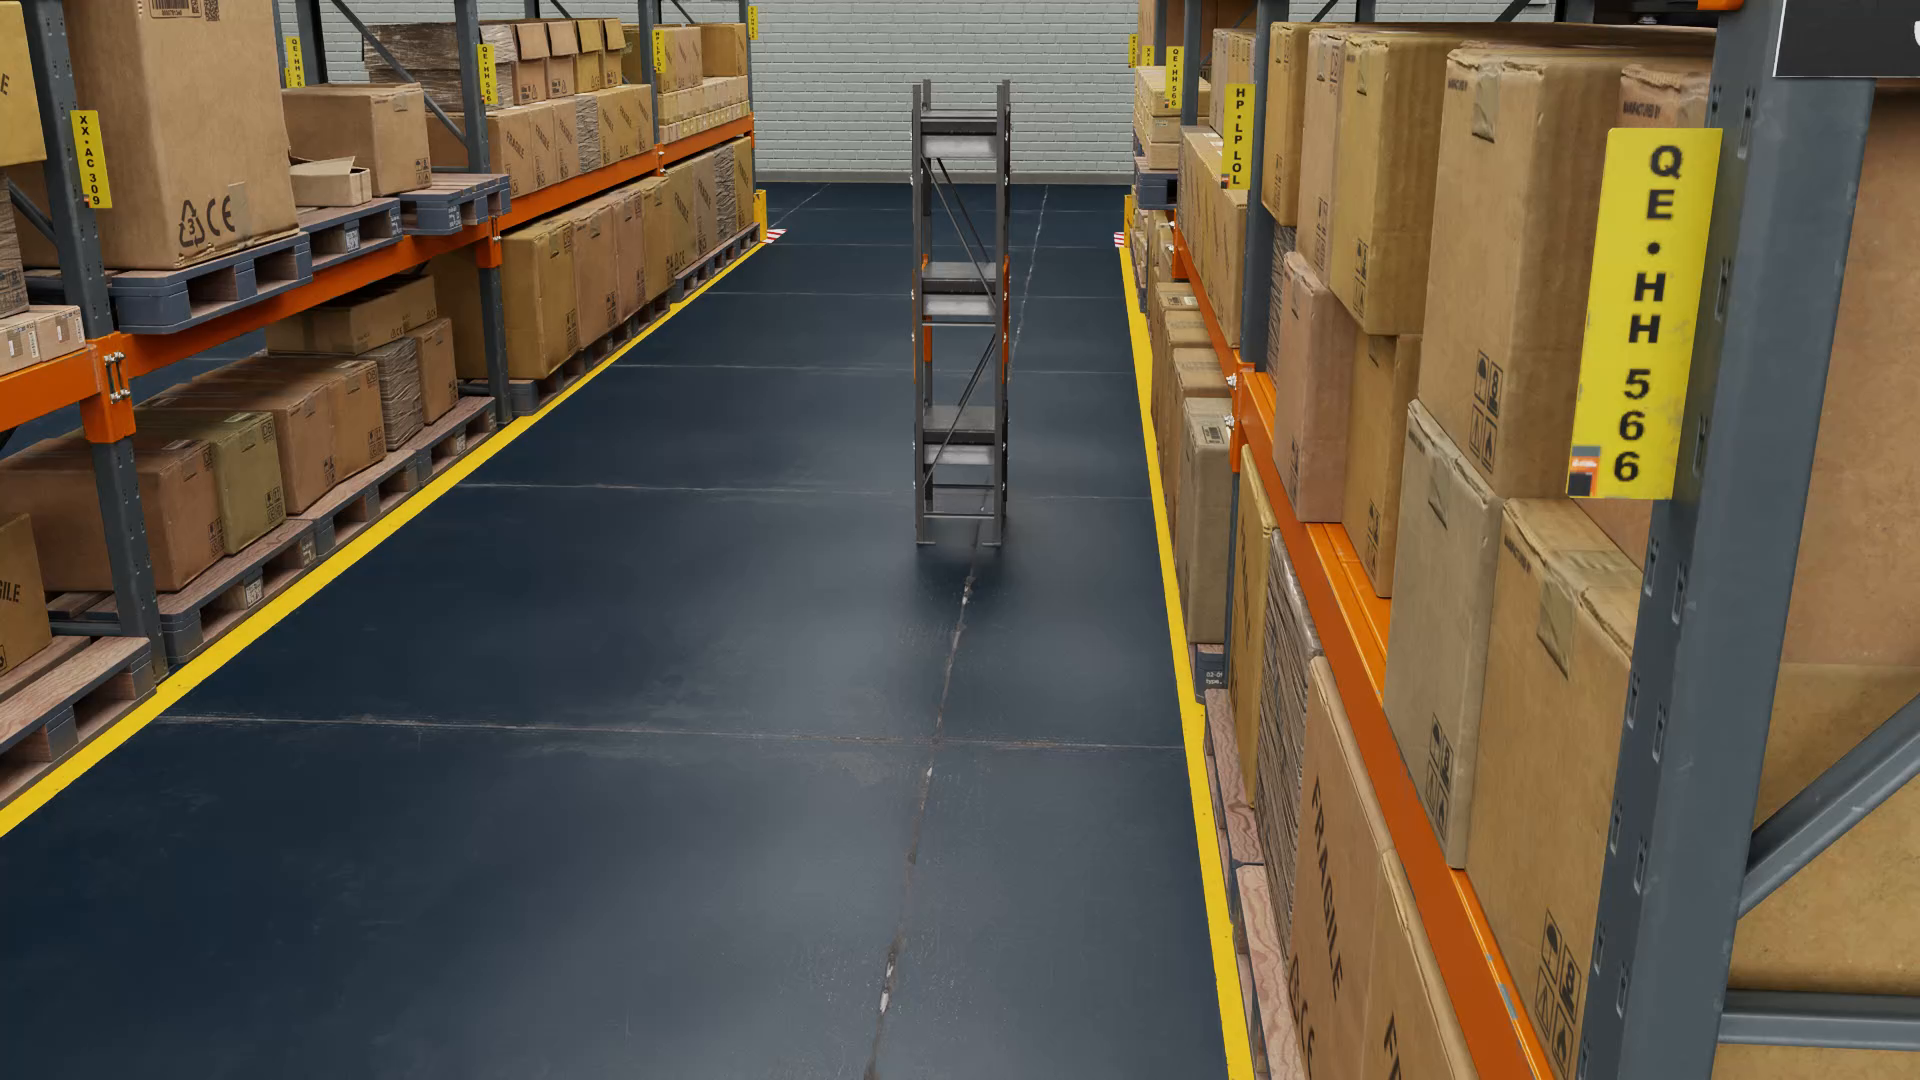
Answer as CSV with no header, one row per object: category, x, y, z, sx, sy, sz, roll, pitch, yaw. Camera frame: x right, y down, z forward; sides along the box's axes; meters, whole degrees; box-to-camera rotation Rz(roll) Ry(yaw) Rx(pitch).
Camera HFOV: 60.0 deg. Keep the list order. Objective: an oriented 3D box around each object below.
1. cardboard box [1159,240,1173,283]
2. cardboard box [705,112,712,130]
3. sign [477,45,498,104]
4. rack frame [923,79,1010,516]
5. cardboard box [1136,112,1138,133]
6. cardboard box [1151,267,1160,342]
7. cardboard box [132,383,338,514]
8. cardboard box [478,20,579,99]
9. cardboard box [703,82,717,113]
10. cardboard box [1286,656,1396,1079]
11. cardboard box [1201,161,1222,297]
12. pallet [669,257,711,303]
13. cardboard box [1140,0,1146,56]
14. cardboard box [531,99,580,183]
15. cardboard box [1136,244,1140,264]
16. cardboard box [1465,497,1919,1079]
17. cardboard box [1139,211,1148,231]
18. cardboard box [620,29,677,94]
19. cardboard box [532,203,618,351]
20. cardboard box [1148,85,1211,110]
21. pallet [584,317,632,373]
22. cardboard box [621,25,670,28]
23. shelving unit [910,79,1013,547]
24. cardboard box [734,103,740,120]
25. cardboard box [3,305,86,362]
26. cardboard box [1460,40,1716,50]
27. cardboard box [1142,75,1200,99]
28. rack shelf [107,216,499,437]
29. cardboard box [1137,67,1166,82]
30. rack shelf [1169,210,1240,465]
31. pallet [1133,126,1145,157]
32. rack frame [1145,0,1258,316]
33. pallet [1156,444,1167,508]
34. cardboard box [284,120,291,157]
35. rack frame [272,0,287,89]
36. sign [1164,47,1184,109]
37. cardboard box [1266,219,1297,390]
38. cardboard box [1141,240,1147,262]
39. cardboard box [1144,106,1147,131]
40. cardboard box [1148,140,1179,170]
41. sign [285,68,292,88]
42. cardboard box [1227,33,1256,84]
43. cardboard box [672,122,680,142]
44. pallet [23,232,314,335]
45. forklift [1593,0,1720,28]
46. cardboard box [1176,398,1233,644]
cardboard box,1.526,-1.742,10.556,0.500,0.250,0.500,2,18,5
cardboard box,-2.477,-3.832,15.203,0.380,0.149,0.250,1,18,2
sign,-2.685,-2.644,9.442,0.100,0.325,0.005,1,18,4
rack frame,0.029,-1.125,7.984,0.400,2.100,0.015,1,18,4
cardboard box,1.477,-3.045,12.127,0.380,0.149,0.250,1,18,4
cardboard box,1.562,-1.546,11.163,0.500,0.500,0.500,0,18,1
cardboard box,-3.355,-0.431,7.729,0.700,0.500,0.500,0,18,-1
cardboard box,-3.067,-3.302,11.411,0.797,0.503,0.637,2,18,6
cardboard box,-2.530,-4.061,15.263,0.500,0.250,0.500,1,18,4
cardboard box,1.183,0.811,3.368,0.875,0.875,0.875,1,18,3
cardboard box,1.269,-1.285,6.868,0.500,0.500,0.500,1,18,4
pallet,-2.808,-2.292,14.579,1.003,0.211,1.213,1,18,4
cardboard box,1.867,-4.537,14.708,0.500,0.500,0.500,1,18,2
cardboard box,-2.853,-2.652,11.039,0.500,0.500,0.500,1,18,3
cardboard box,1.762,-2.536,14.750,0.380,0.149,0.250,1,18,4
cardboard box,1.121,0.299,1.953,0.875,0.550,0.550,1,18,4
cardboard box,1.779,-2.807,14.621,0.380,0.149,0.250,0,18,1
cardboard box,-2.651,-3.952,13.726,0.500,0.500,0.500,1,18,4
cardboard box,-3.085,-1.821,11.400,1.225,0.875,0.875,1,18,4
cardboard box,1.311,-2.601,9.819,0.380,0.149,0.250,1,18,3
pallet,-3.005,-1.436,11.967,1.003,0.211,1.213,1,18,4
cardboard box,-3.024,-4.592,15.679,0.500,0.500,0.500,1,18,2
shelving unit,0.012,-1.049,7.753,0.431,2.100,0.503,1,18,4
cardboard box,-2.387,-4.228,16.414,0.380,0.149,0.250,1,18,4
cardboard box,-3.236,-0.705,5.662,0.380,0.149,0.250,1,18,4
cardboard box,1.328,-0.556,2.828,0.875,0.550,0.550,1,18,4
cardboard box,1.405,-3.006,11.053,0.380,0.149,0.250,2,18,6
rack shelf,-3.370,-1.177,7.854,1.077,0.370,4.000,1,18,4
cardboard box,1.499,-3.405,12.270,0.380,0.149,0.250,2,18,5
rack shelf,1.570,-1.035,7.420,1.077,0.370,4.000,1,18,4
pallet,1.800,-2.915,12.311,1.003,0.211,1.213,1,18,4
rack frame,2.000,-3.240,12.995,1.000,3.000,0.127,1,18,4
pallet,1.581,-0.430,8.896,1.003,0.211,1.213,1,18,4
cardboard box,-3.482,-1.687,7.414,0.797,0.503,0.637,3,18,10
rack frame,-7.594,-4.735,17.558,1.000,3.000,0.127,1,18,4
sign,1.171,-2.520,9.064,0.100,0.325,0.005,1,18,4
cardboard box,1.412,-0.712,5.039,0.875,0.550,0.550,1,18,4
cardboard box,1.712,-2.416,13.905,0.380,0.149,0.250,0,18,1
cardboard box,1.346,-2.626,10.370,0.380,0.149,0.250,1,18,4
cardboard box,1.290,-2.242,9.677,0.380,0.149,0.250,2,18,5
sign,-7.044,-4.806,17.510,0.100,0.325,0.005,1,18,4
cardboard box,1.601,-2.065,7.642,0.700,0.500,0.500,1,18,3
cardboard box,-2.568,-3.429,13.975,0.380,0.149,0.250,1,18,2
pallet,-3.314,-1.041,6.591,1.003,0.211,1.213,1,18,4
forklift,3.958,-1.965,9.213,1.130,2.935,3.031,0,18,0
cardboard box,1.381,-0.081,6.292,1.050,0.750,0.750,1,18,4
